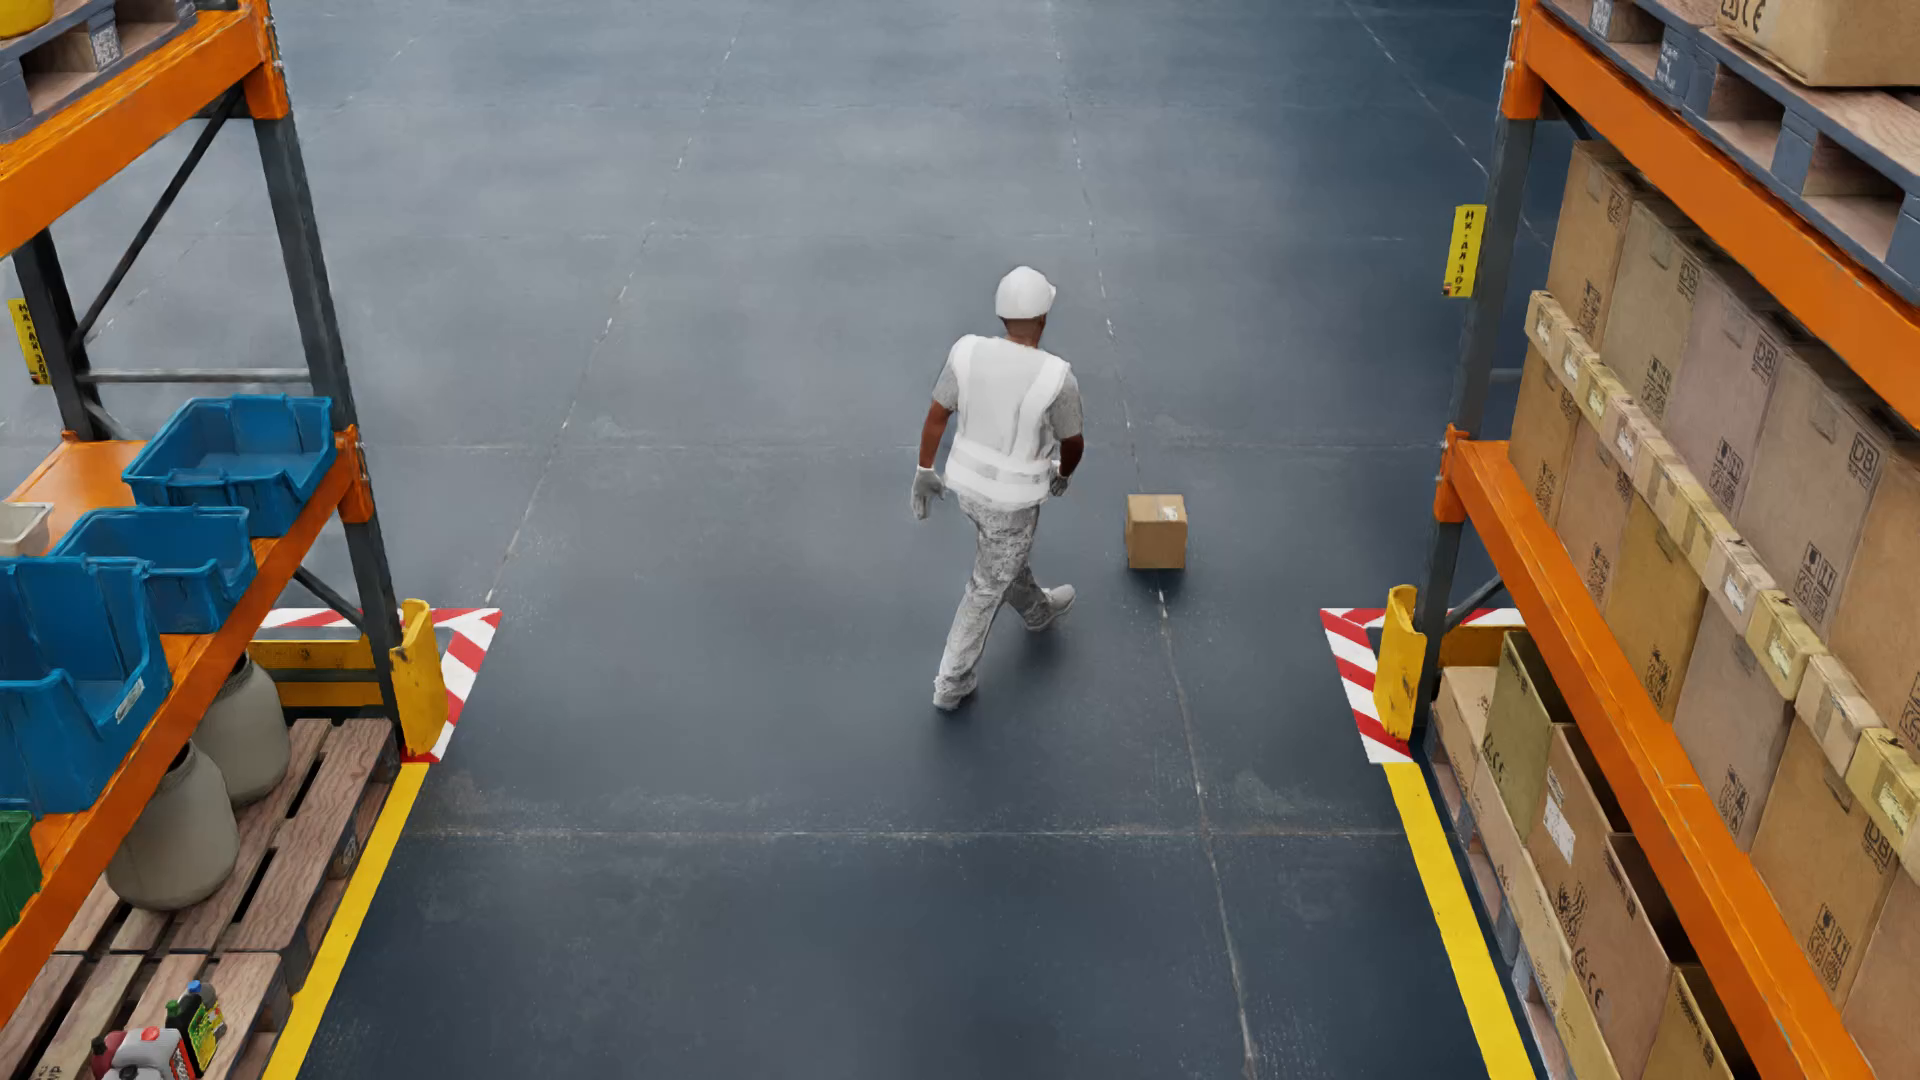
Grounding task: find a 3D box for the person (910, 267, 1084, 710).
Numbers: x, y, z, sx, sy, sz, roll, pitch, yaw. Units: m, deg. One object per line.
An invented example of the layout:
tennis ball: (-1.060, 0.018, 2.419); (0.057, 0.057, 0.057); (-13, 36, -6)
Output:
person: (0.230, -0.236, 6.512); (0.955, 1.740, 0.536); (-26, 40, -35)
